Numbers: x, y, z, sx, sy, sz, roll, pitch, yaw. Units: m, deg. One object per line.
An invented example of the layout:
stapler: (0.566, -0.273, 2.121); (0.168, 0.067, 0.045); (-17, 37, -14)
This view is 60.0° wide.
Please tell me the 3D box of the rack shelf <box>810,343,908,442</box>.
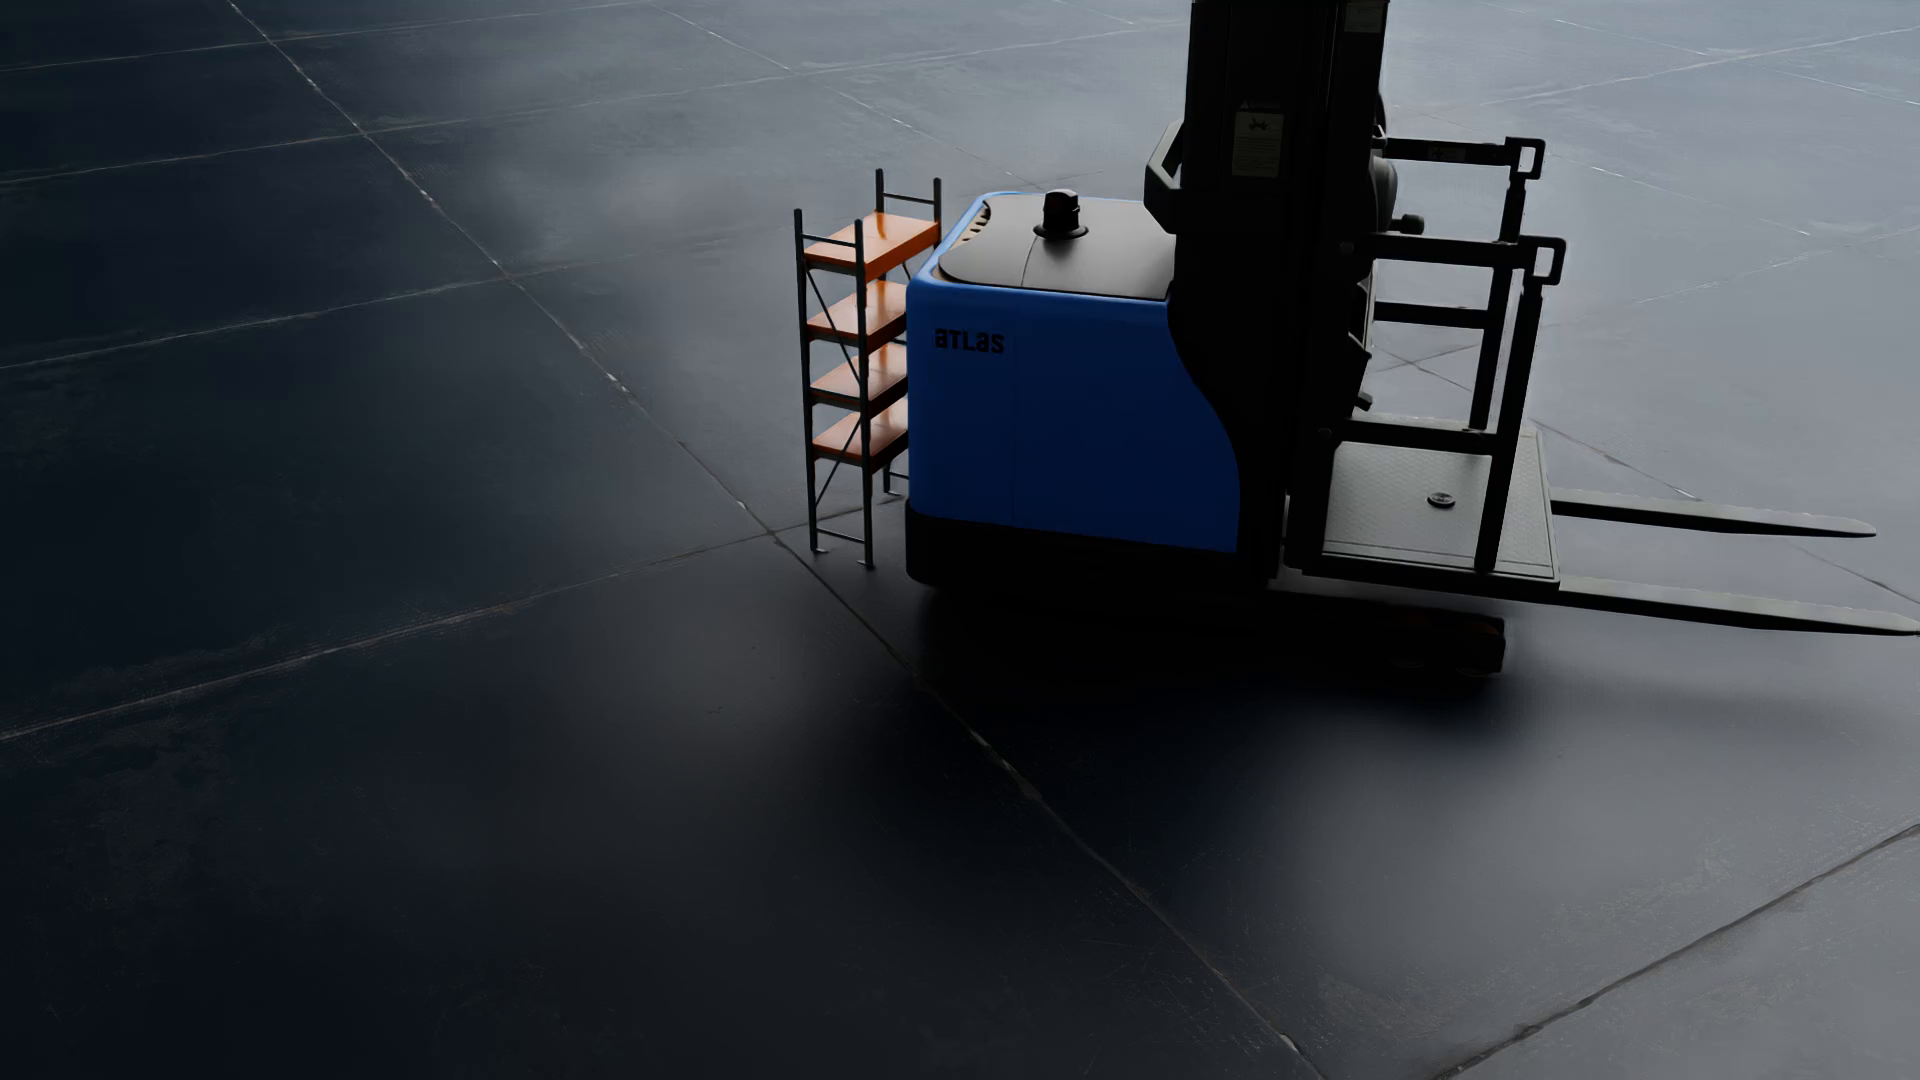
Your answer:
rack shelf: (-0.286, -0.510, 5.572); (0.258, 0.148, 0.480); (15, 32, 25)

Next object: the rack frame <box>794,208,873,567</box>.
rack frame: (-0.402, -0.465, 5.352); (0.240, 1.200, 0.015); (15, 32, 25)

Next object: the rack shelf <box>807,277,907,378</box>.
rack shelf: (-0.286, -0.706, 5.464); (0.258, 0.148, 0.480); (15, 32, 25)

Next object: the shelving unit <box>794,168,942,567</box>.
shelving unit: (-0.286, -0.569, 5.540); (0.258, 1.200, 0.503); (15, 32, 25)

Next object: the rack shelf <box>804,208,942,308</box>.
rack shelf: (-0.286, -0.913, 5.350); (0.258, 0.148, 0.480); (15, 32, 25)

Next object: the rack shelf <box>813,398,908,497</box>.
rack shelf: (-0.286, -0.336, 5.668); (0.258, 0.148, 0.480); (15, 32, 25)

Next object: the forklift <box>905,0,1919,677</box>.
forklift: (1.398, -1.155, 4.809); (3.031, 2.935, 1.130); (7, 30, 12)

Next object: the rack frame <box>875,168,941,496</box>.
rack frame: (-0.170, -0.673, 5.727); (0.240, 1.200, 0.015); (15, 32, 25)
